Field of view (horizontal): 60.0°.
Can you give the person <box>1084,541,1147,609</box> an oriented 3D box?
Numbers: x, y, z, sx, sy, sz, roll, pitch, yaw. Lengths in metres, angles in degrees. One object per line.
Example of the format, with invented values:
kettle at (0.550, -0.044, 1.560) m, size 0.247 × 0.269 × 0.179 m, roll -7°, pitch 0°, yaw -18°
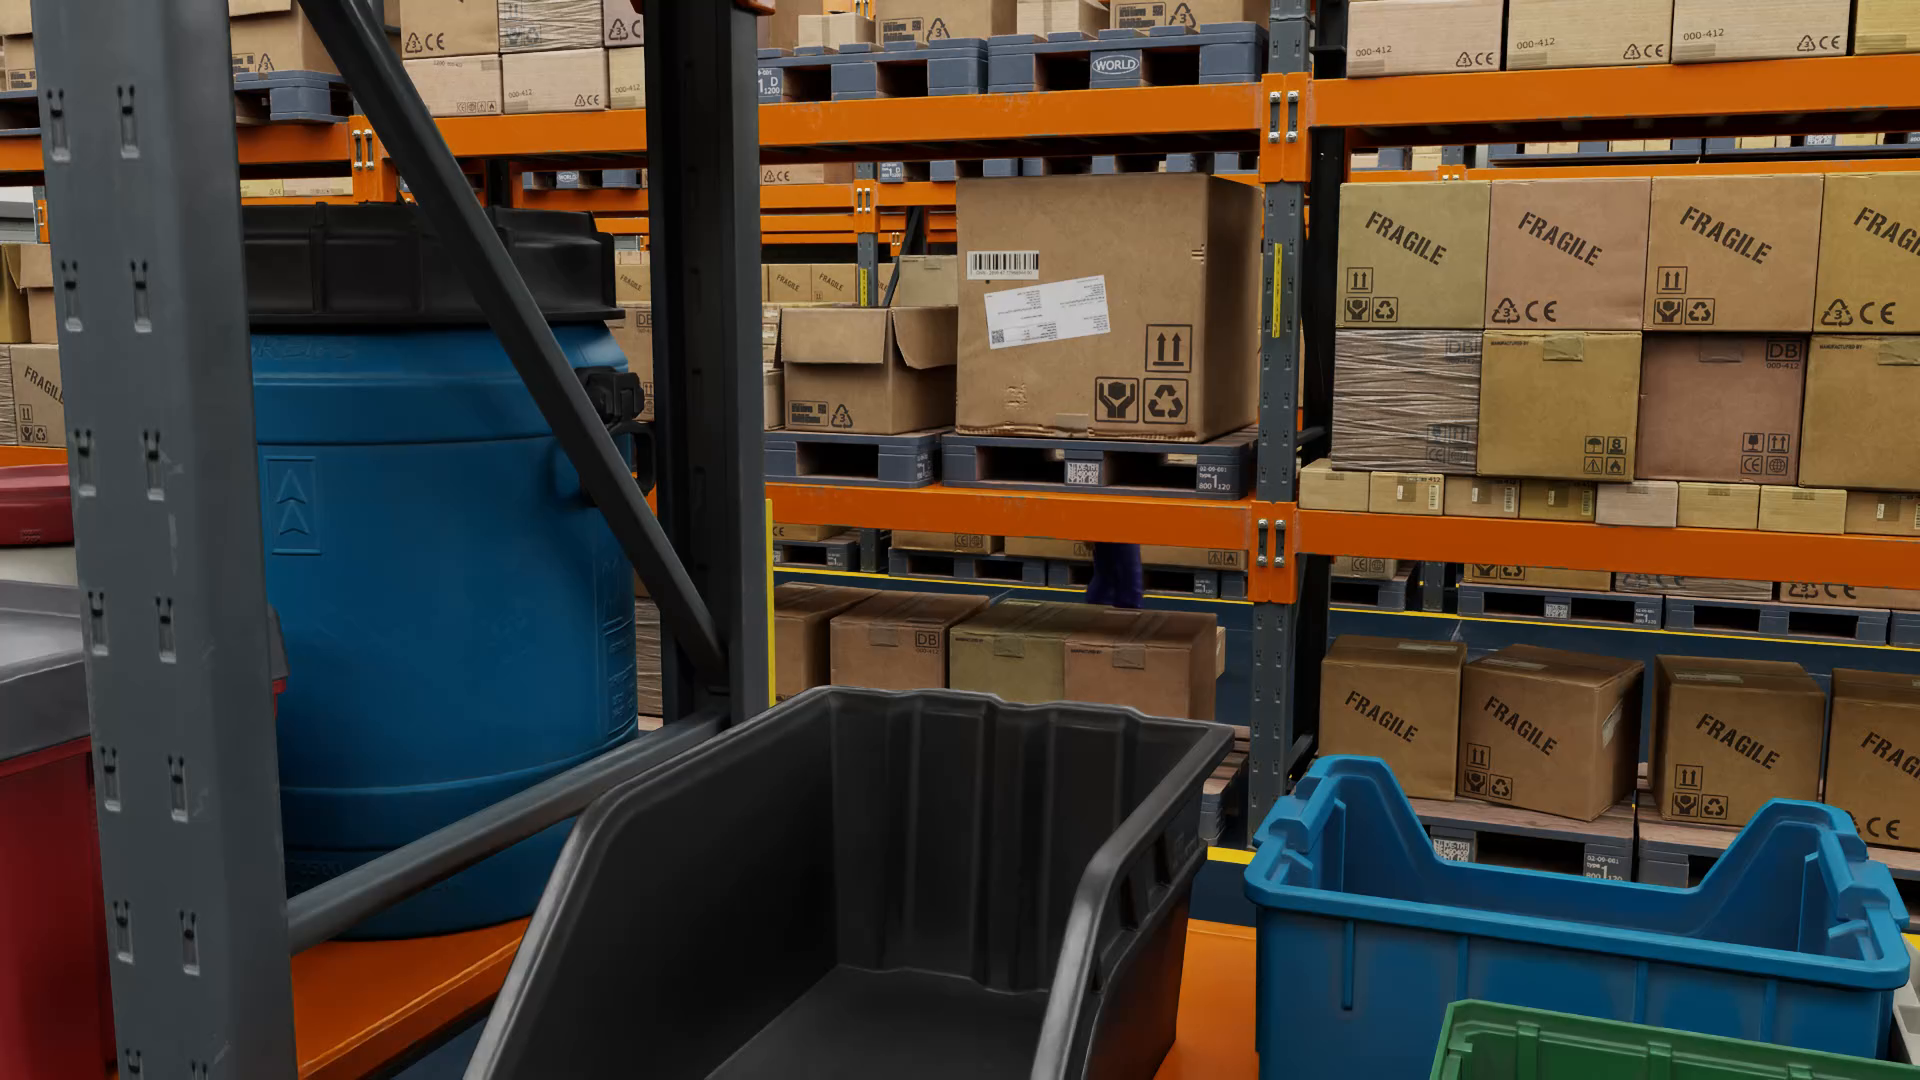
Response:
person at (0.847, -0.093, 9.109) m, size 0.342 × 1.624 × 0.477 m, roll 4°, pitch 10°, yaw 22°
